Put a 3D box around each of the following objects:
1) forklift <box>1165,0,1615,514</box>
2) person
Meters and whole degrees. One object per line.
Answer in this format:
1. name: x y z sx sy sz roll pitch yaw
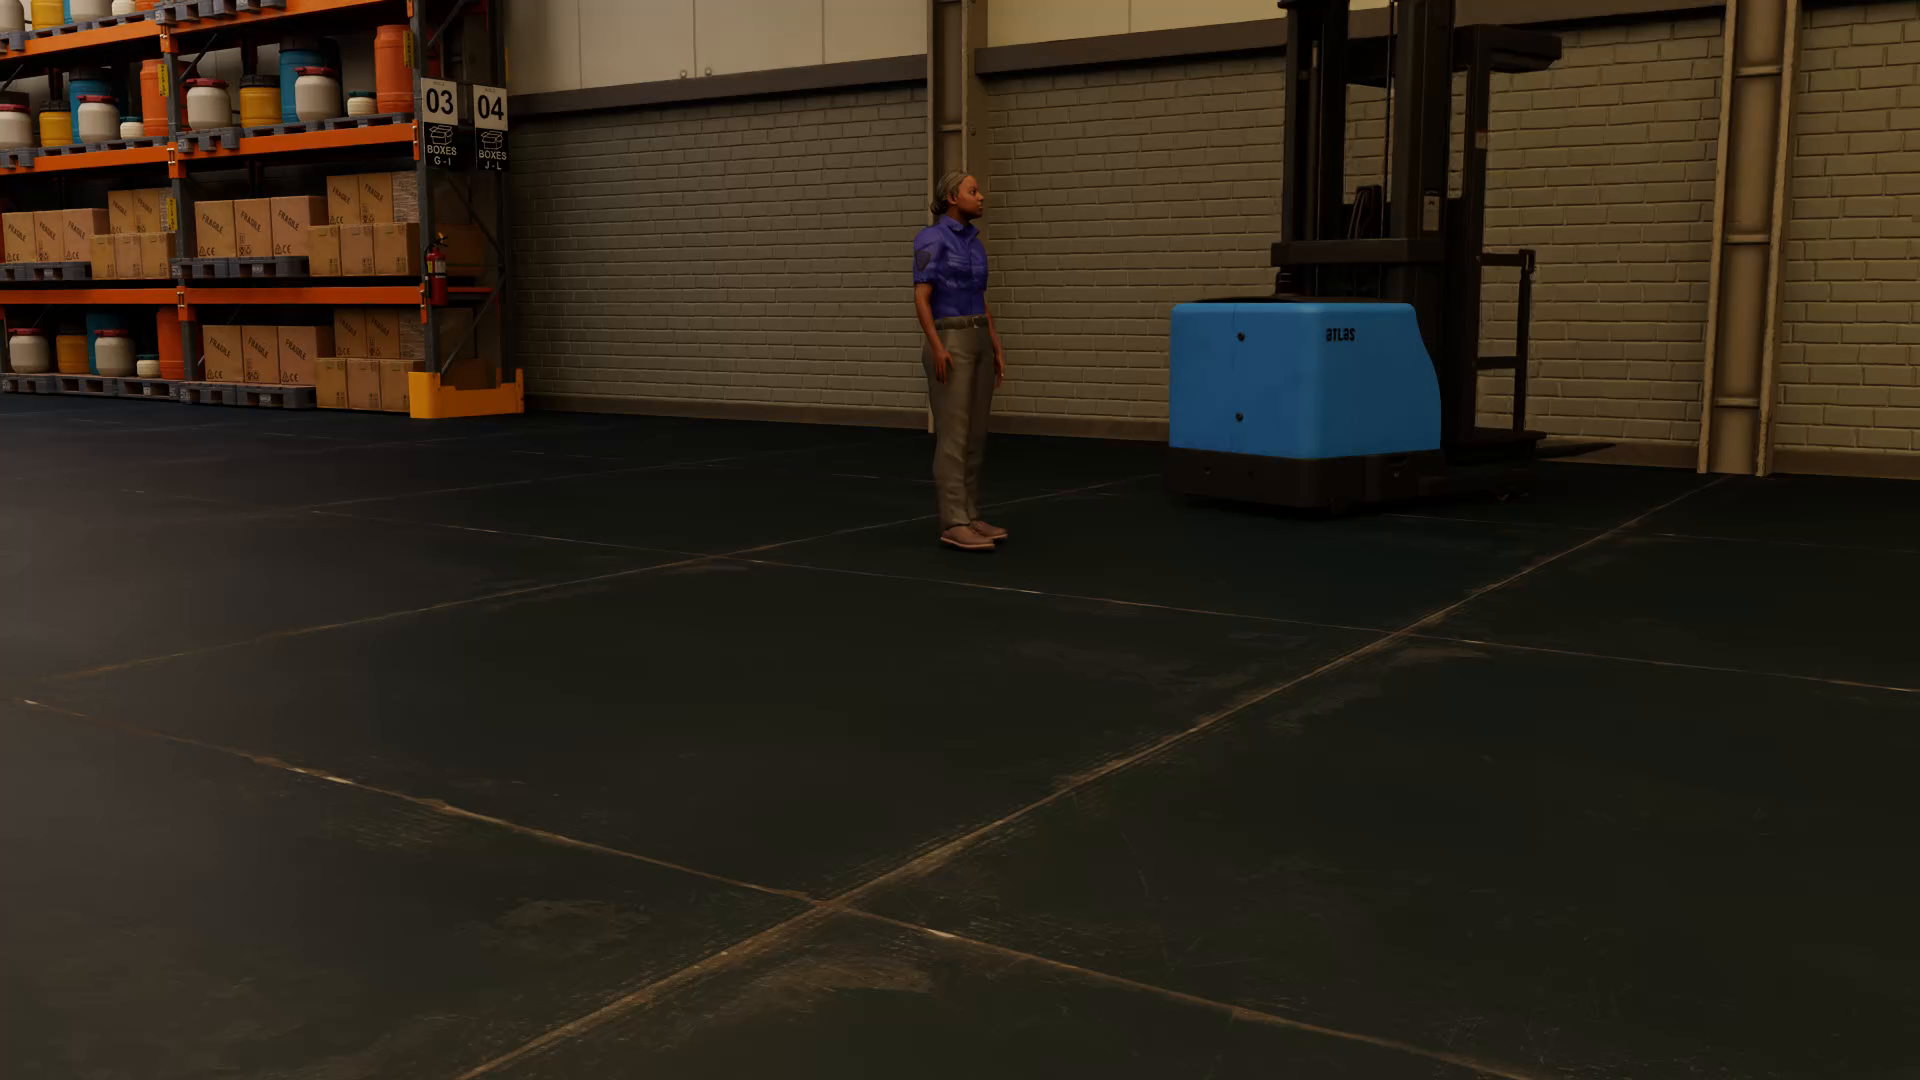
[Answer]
1. forklift: 2.583 -1.720 9.286 3.031 2.935 1.130 -6 10 -37
2. person: 0.061 -0.816 7.422 0.504 1.654 0.570 5 10 34
